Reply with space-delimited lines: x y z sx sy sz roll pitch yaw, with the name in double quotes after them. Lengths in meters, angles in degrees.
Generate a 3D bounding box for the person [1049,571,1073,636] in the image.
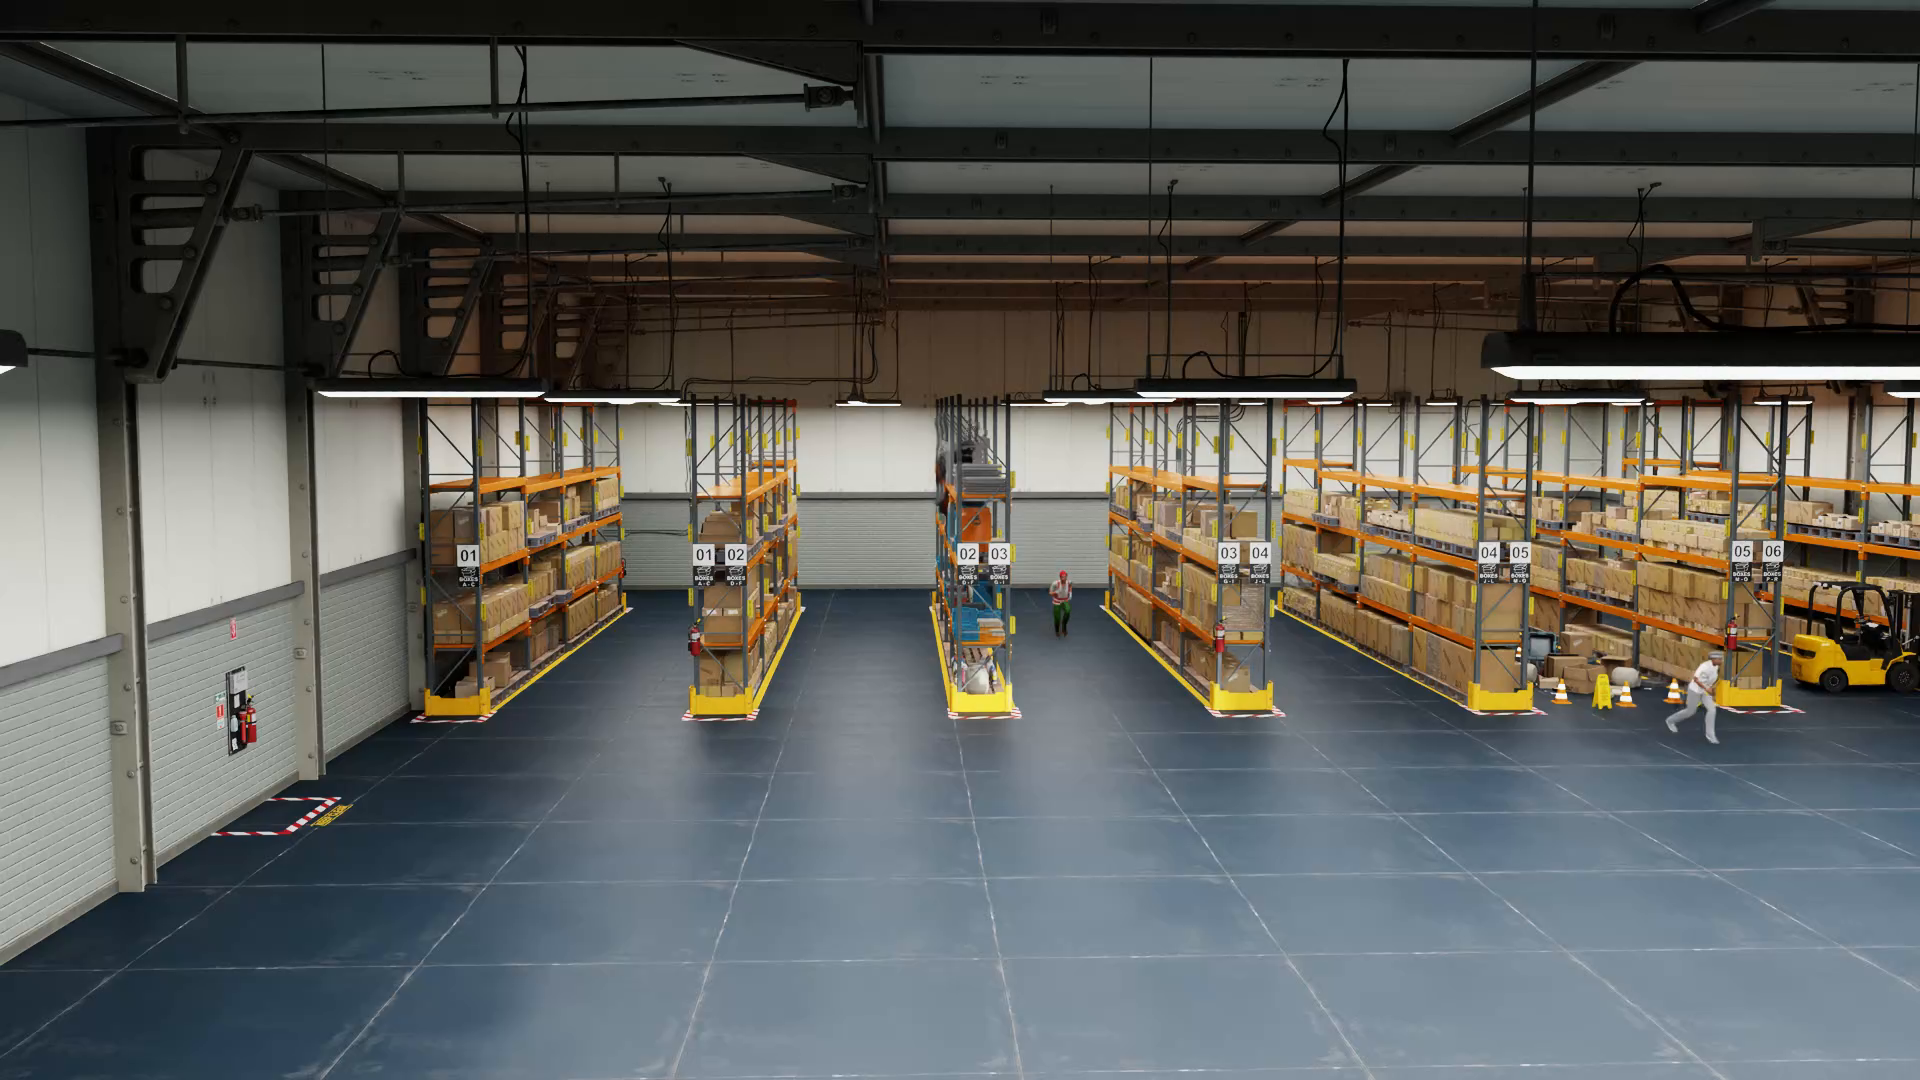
2.507 1.583 41.229 0.644 1.699 0.934 -1 5 -7 "person"

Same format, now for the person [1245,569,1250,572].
7.941 1.250 46.408 0.694 1.696 0.788 0 5 3 "person"

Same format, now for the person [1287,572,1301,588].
10.058 0.946 49.716 0.639 1.749 0.668 -3 5 -34 "person"

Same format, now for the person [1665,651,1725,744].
12.752 2.682 28.851 0.609 1.628 0.980 -4 6 -43 "person"
